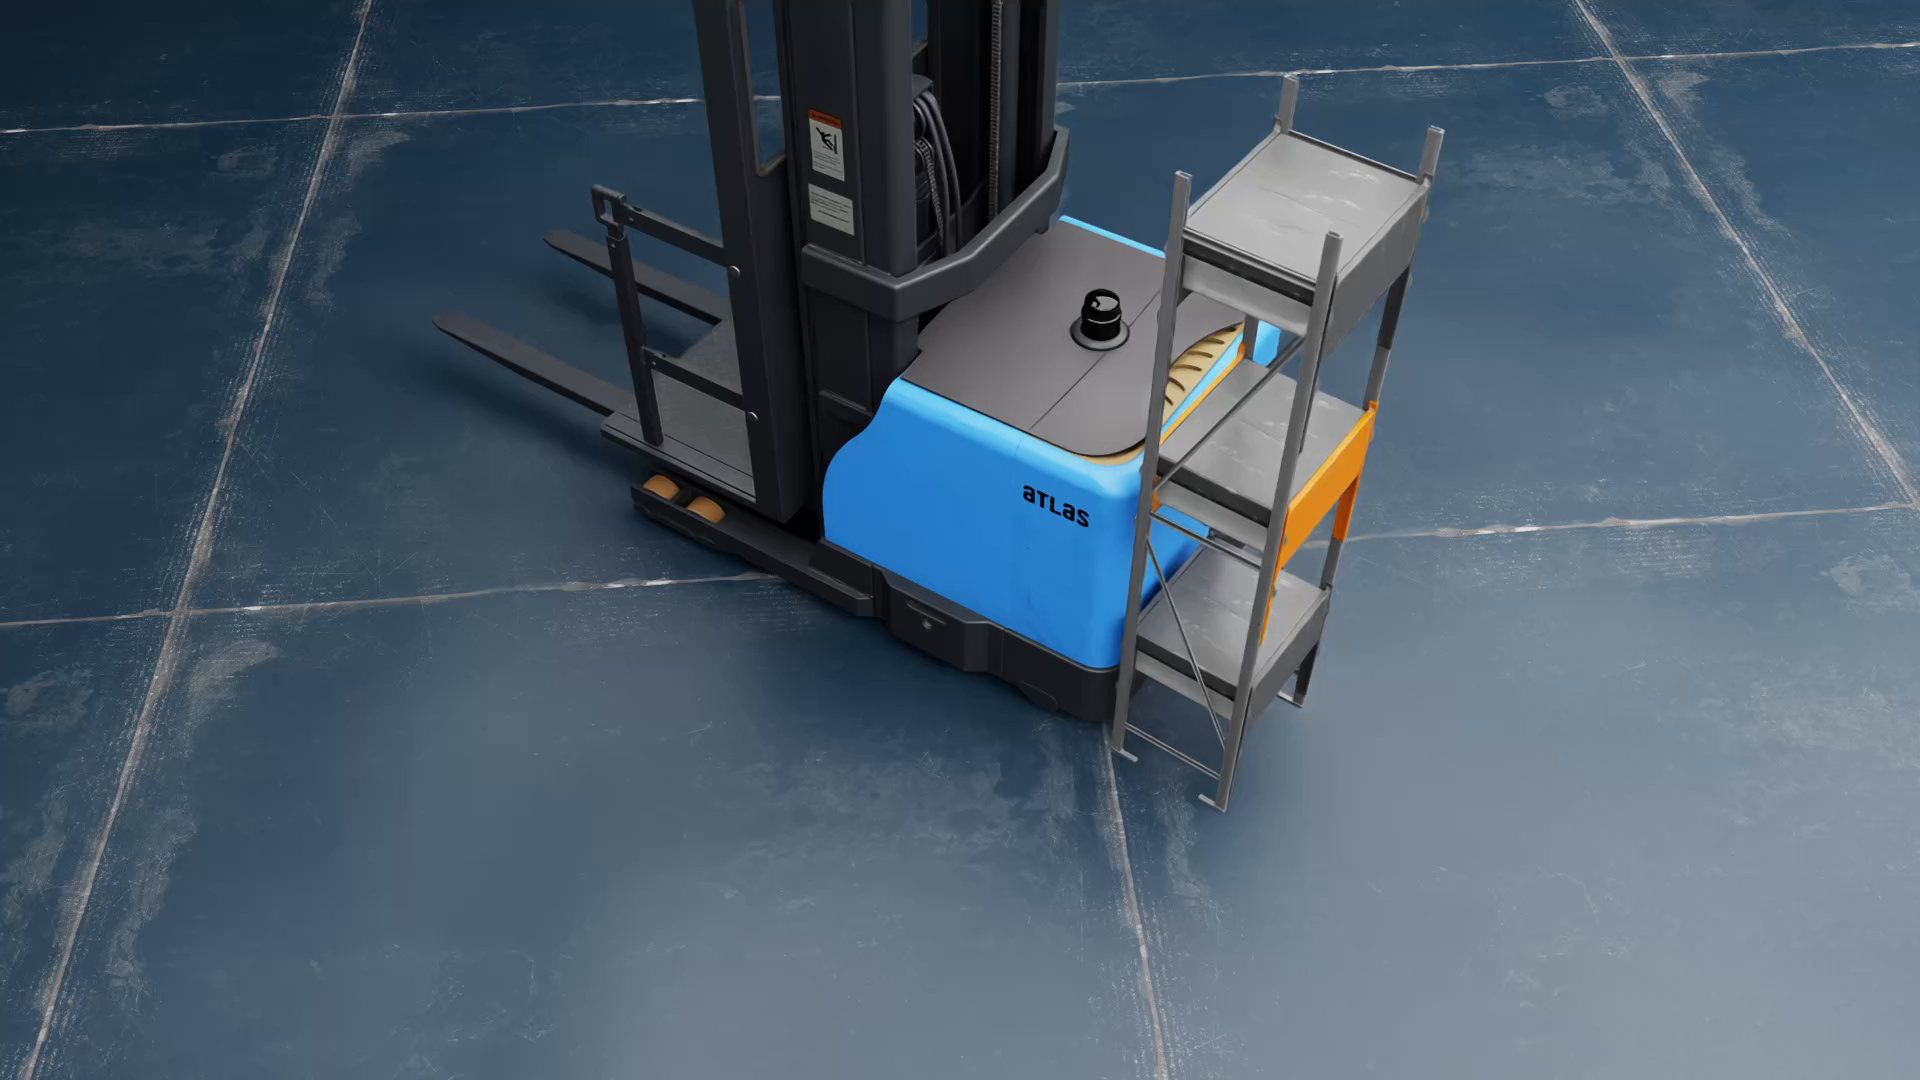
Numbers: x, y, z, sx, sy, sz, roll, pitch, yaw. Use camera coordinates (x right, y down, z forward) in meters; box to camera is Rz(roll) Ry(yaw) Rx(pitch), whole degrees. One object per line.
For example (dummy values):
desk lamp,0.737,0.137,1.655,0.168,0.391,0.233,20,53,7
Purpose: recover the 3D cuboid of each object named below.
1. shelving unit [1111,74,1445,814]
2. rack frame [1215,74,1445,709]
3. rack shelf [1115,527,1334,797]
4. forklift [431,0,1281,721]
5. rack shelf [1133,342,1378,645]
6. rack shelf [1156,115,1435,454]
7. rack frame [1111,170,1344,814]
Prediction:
shelving unit,0.776,-0.136,4.432,0.431,2.100,0.503,28,53,24
rack frame,0.921,-0.278,4.567,0.400,2.100,0.015,28,53,24
rack shelf,0.776,0.355,4.950,0.431,0.518,0.480,28,53,24
forklift,-0.533,-1.288,4.951,3.031,2.935,1.130,25,52,22
rack shelf,0.776,-0.126,4.442,0.431,0.518,0.480,28,53,24
rack shelf,0.777,-0.607,3.933,0.431,0.518,0.480,28,53,24
rack frame,0.632,0.007,4.297,0.400,2.100,0.015,28,53,24
